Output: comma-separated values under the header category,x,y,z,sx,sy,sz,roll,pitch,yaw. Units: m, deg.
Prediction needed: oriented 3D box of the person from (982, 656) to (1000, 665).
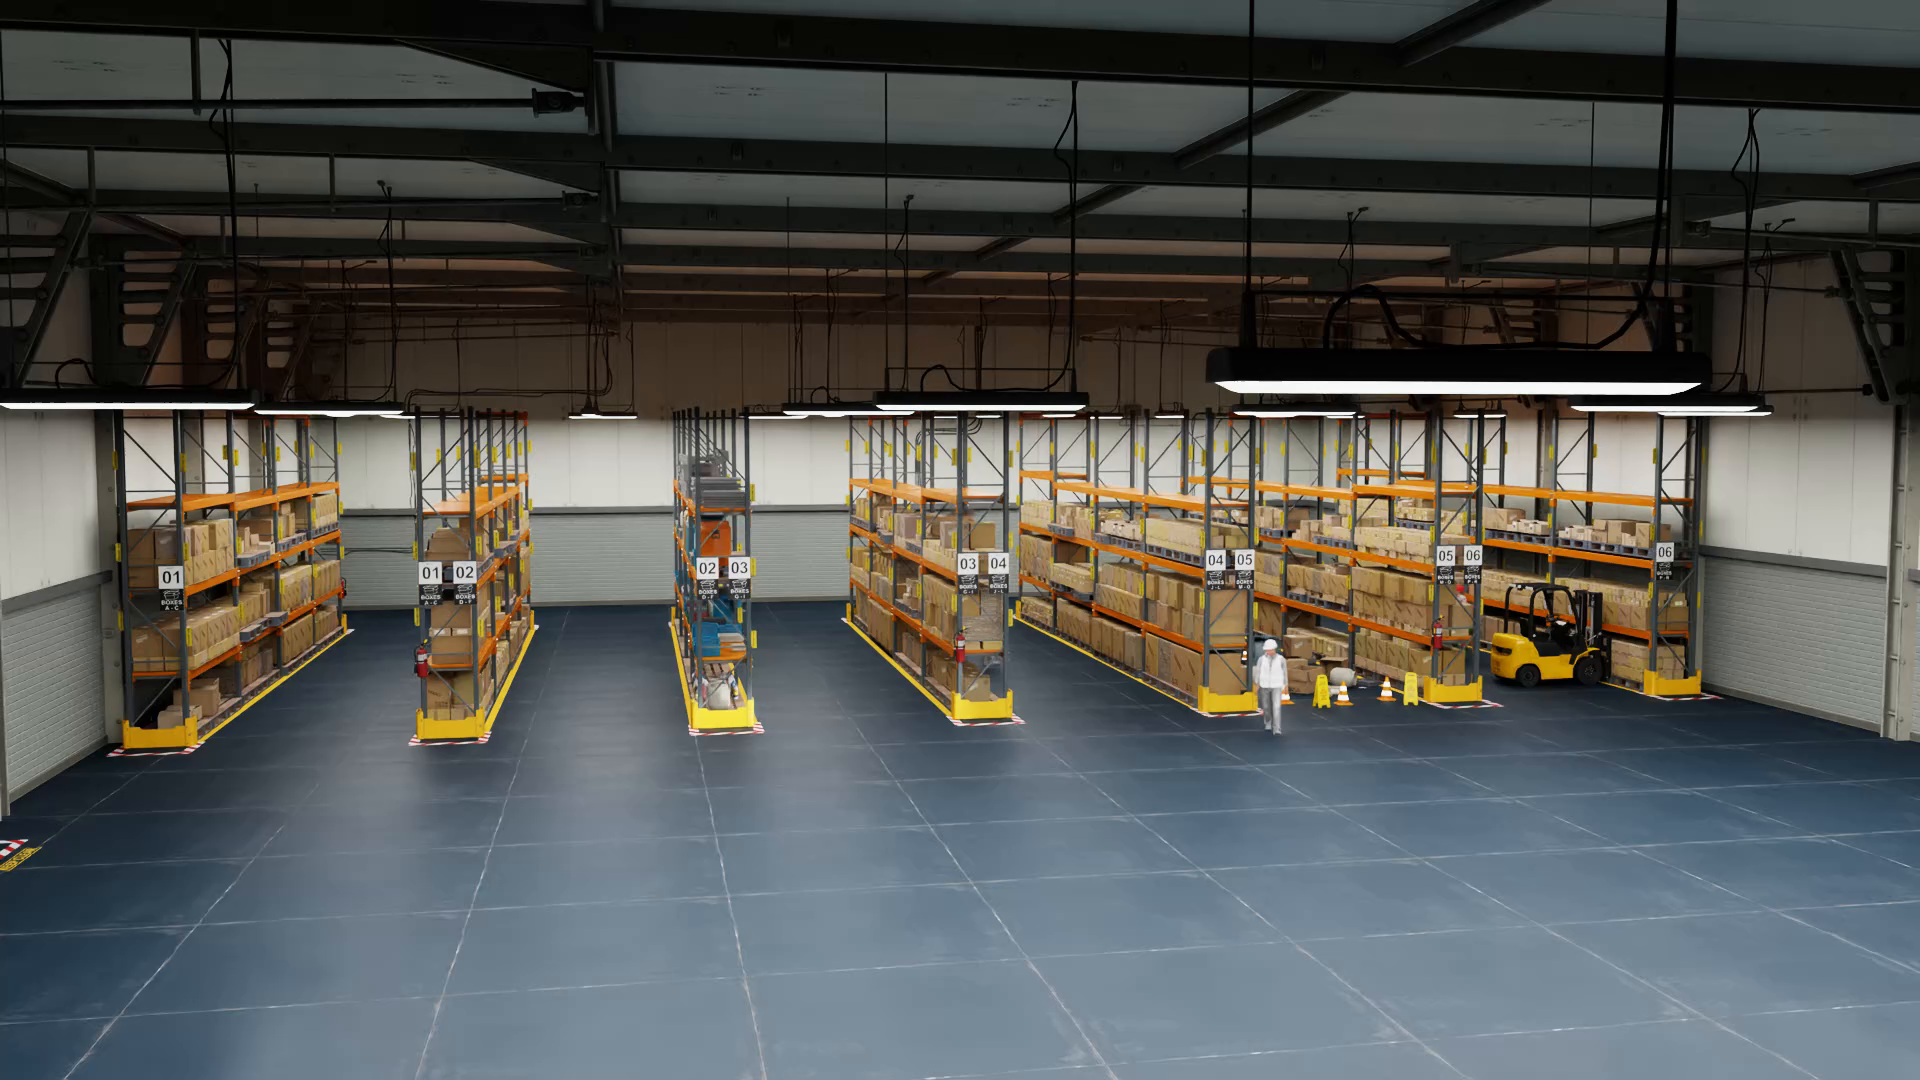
category,x,y,z,sx,sy,sz,roll,pitch,yaw
person,0.668,2.119,38.966,0.539,1.679,0.537,0,4,-4

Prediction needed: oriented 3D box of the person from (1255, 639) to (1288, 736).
category,x,y,z,sx,sy,sz,roll,pitch,yaw
person,5.704,2.691,30.513,0.586,1.743,0.902,2,4,21

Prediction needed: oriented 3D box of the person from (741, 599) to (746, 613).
category,x,y,z,sx,sy,sz,roll,pitch,yaw
person,-6.682,1.288,49.814,0.660,1.754,0.511,-1,4,-8

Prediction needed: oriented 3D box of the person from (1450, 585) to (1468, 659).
category,x,y,z,sx,sy,sz,roll,pitch,yaw
person,12.065,1.964,40.148,0.554,1.772,0.504,-3,5,-32
